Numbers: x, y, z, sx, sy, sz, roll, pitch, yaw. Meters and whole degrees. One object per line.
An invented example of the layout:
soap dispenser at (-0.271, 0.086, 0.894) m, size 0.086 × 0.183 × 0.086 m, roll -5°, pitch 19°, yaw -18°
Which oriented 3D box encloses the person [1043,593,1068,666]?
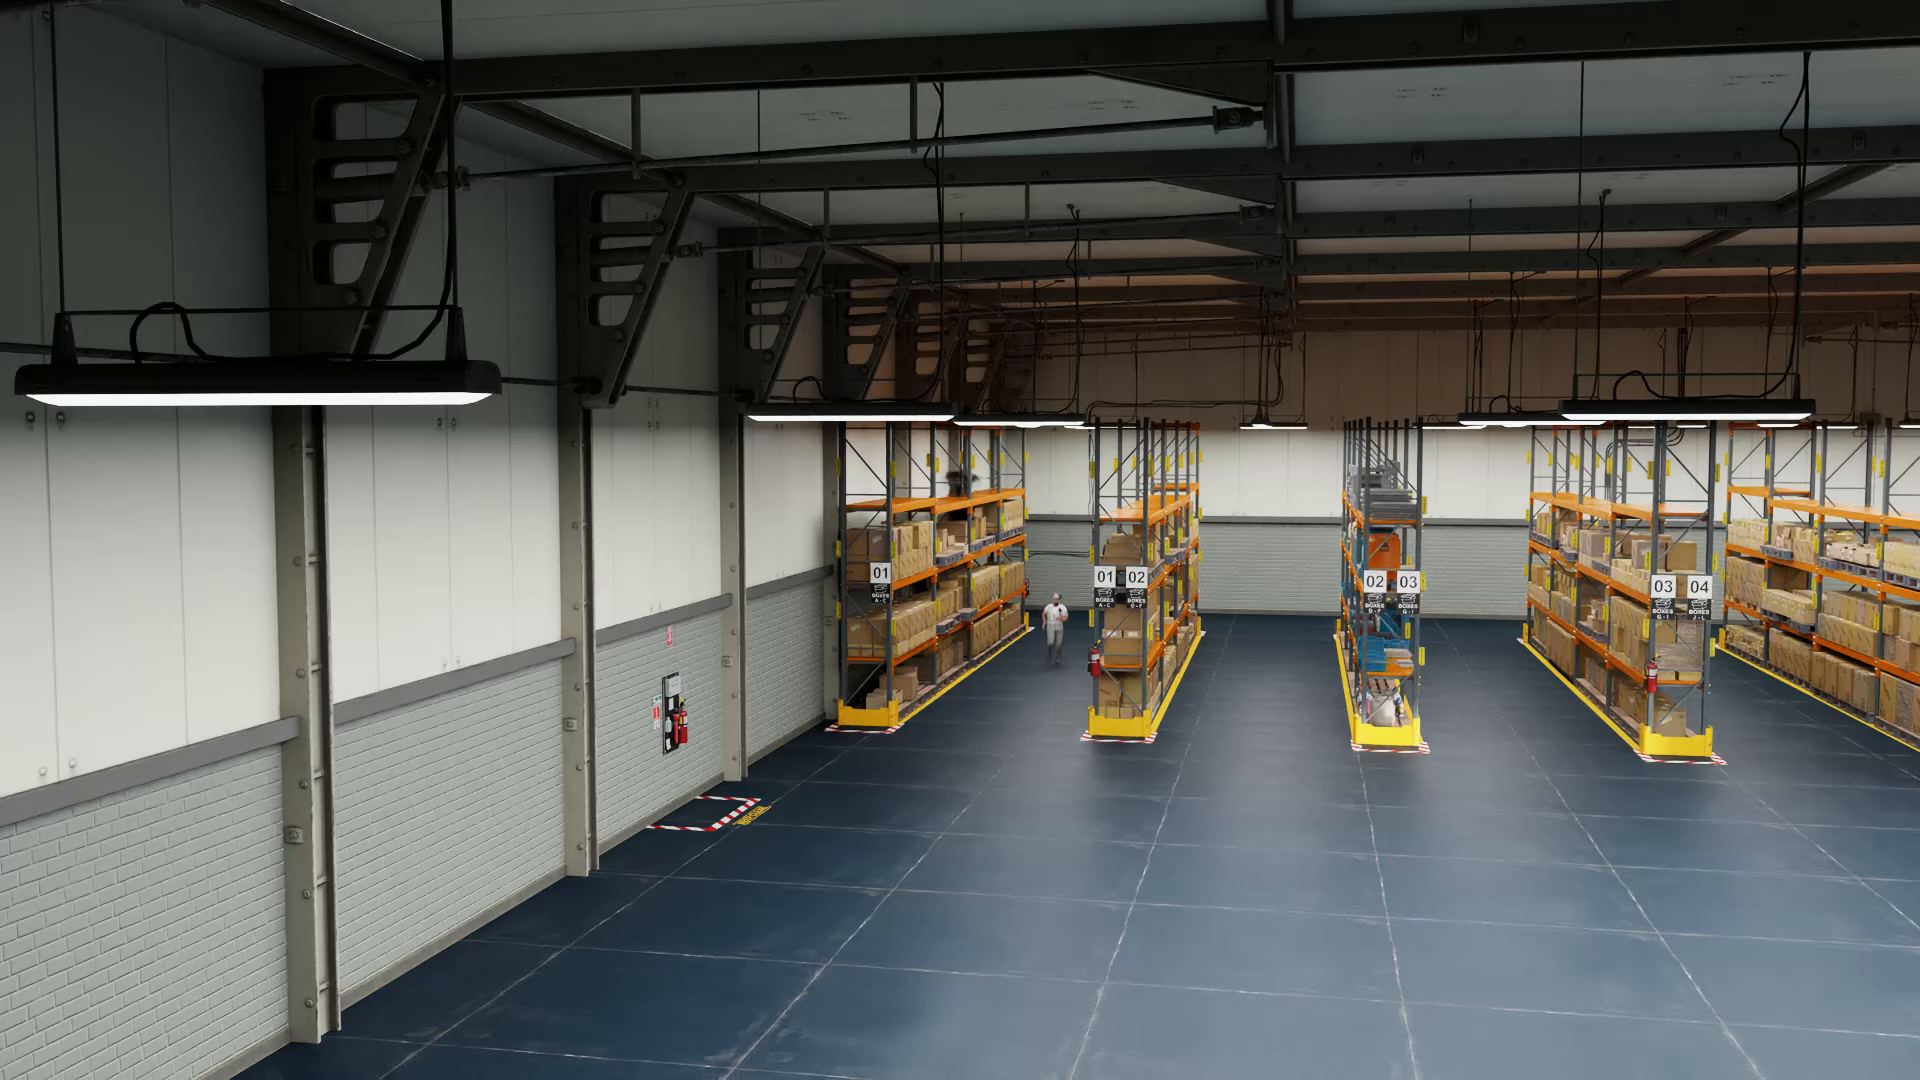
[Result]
person at (2.339, 2.203, 40.764) m, size 0.622 × 1.821 × 0.734 m, roll 0°, pitch 4°, yaw 2°
